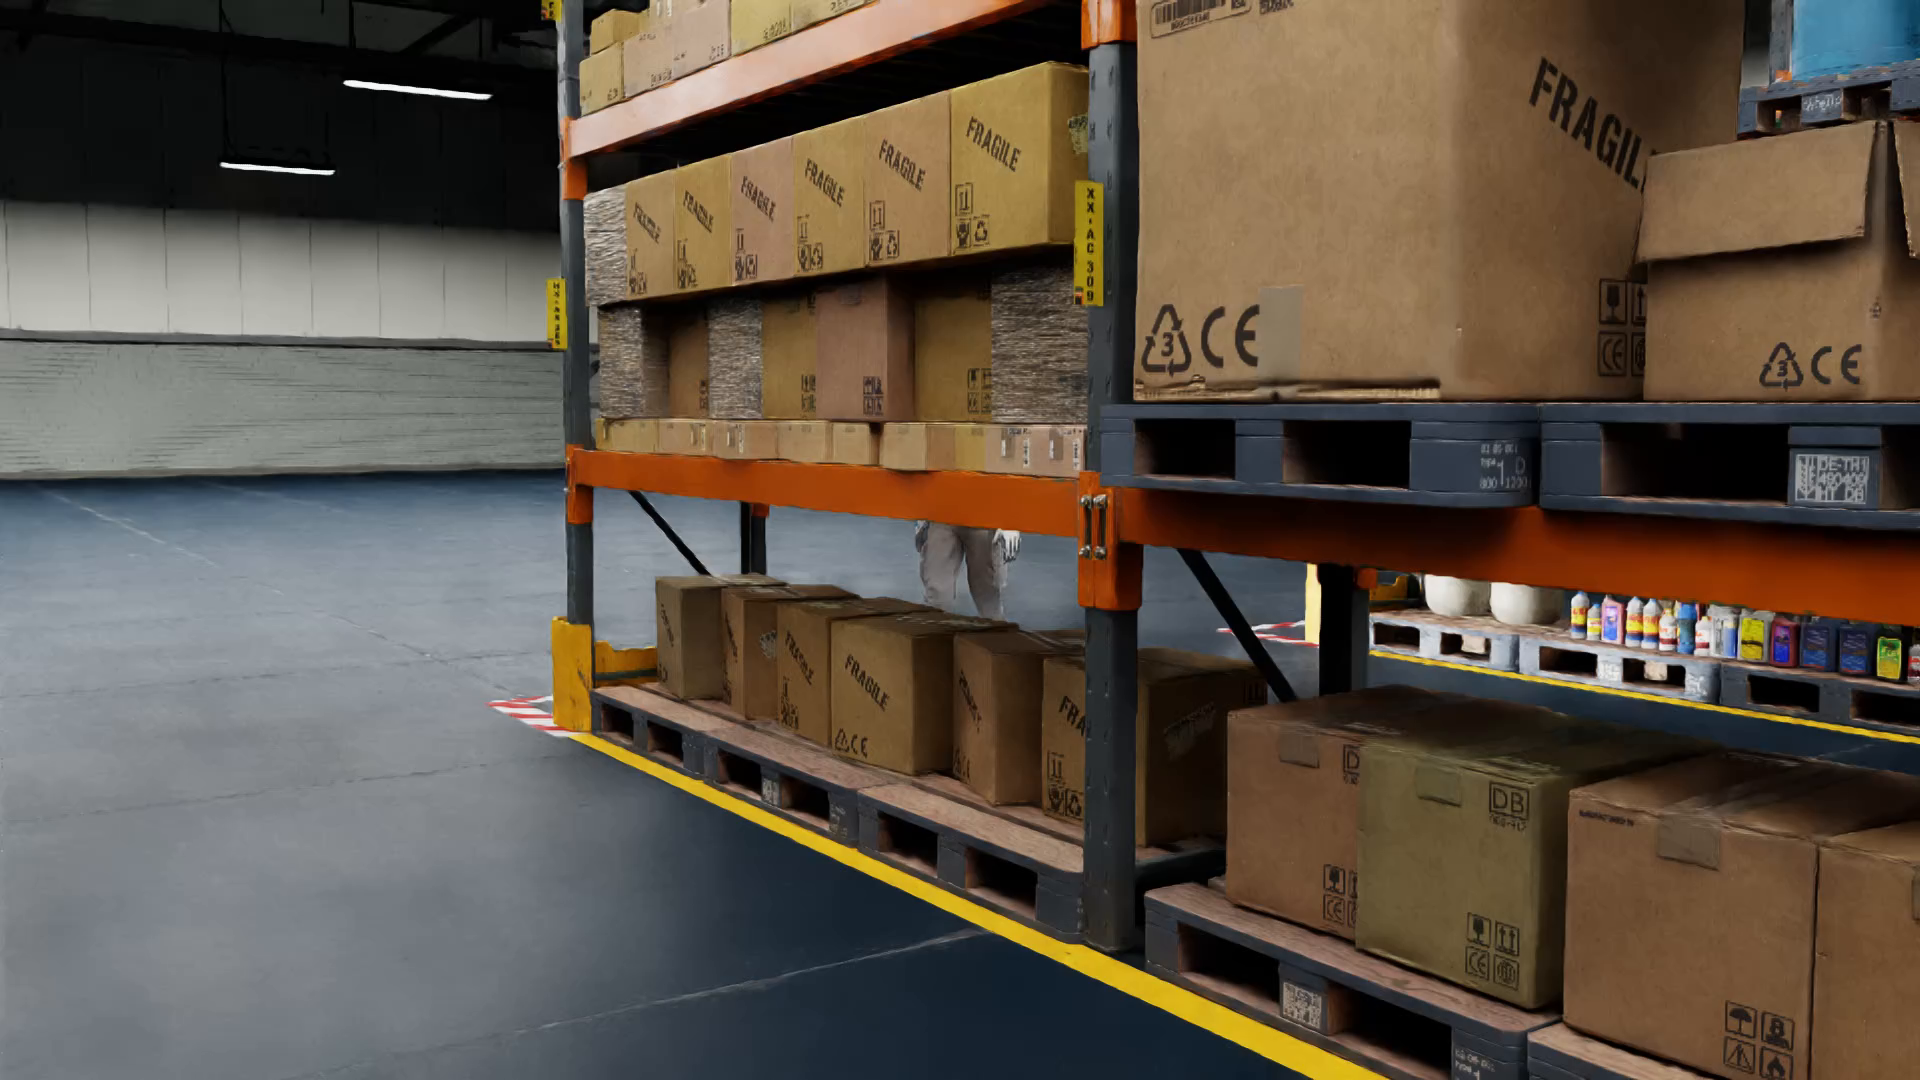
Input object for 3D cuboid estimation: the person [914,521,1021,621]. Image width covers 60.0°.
[{"bbox_3d":[-0.014,-0.065,8.305,0.664,1.786,0.615,2,5,28],"label":"person"}]
